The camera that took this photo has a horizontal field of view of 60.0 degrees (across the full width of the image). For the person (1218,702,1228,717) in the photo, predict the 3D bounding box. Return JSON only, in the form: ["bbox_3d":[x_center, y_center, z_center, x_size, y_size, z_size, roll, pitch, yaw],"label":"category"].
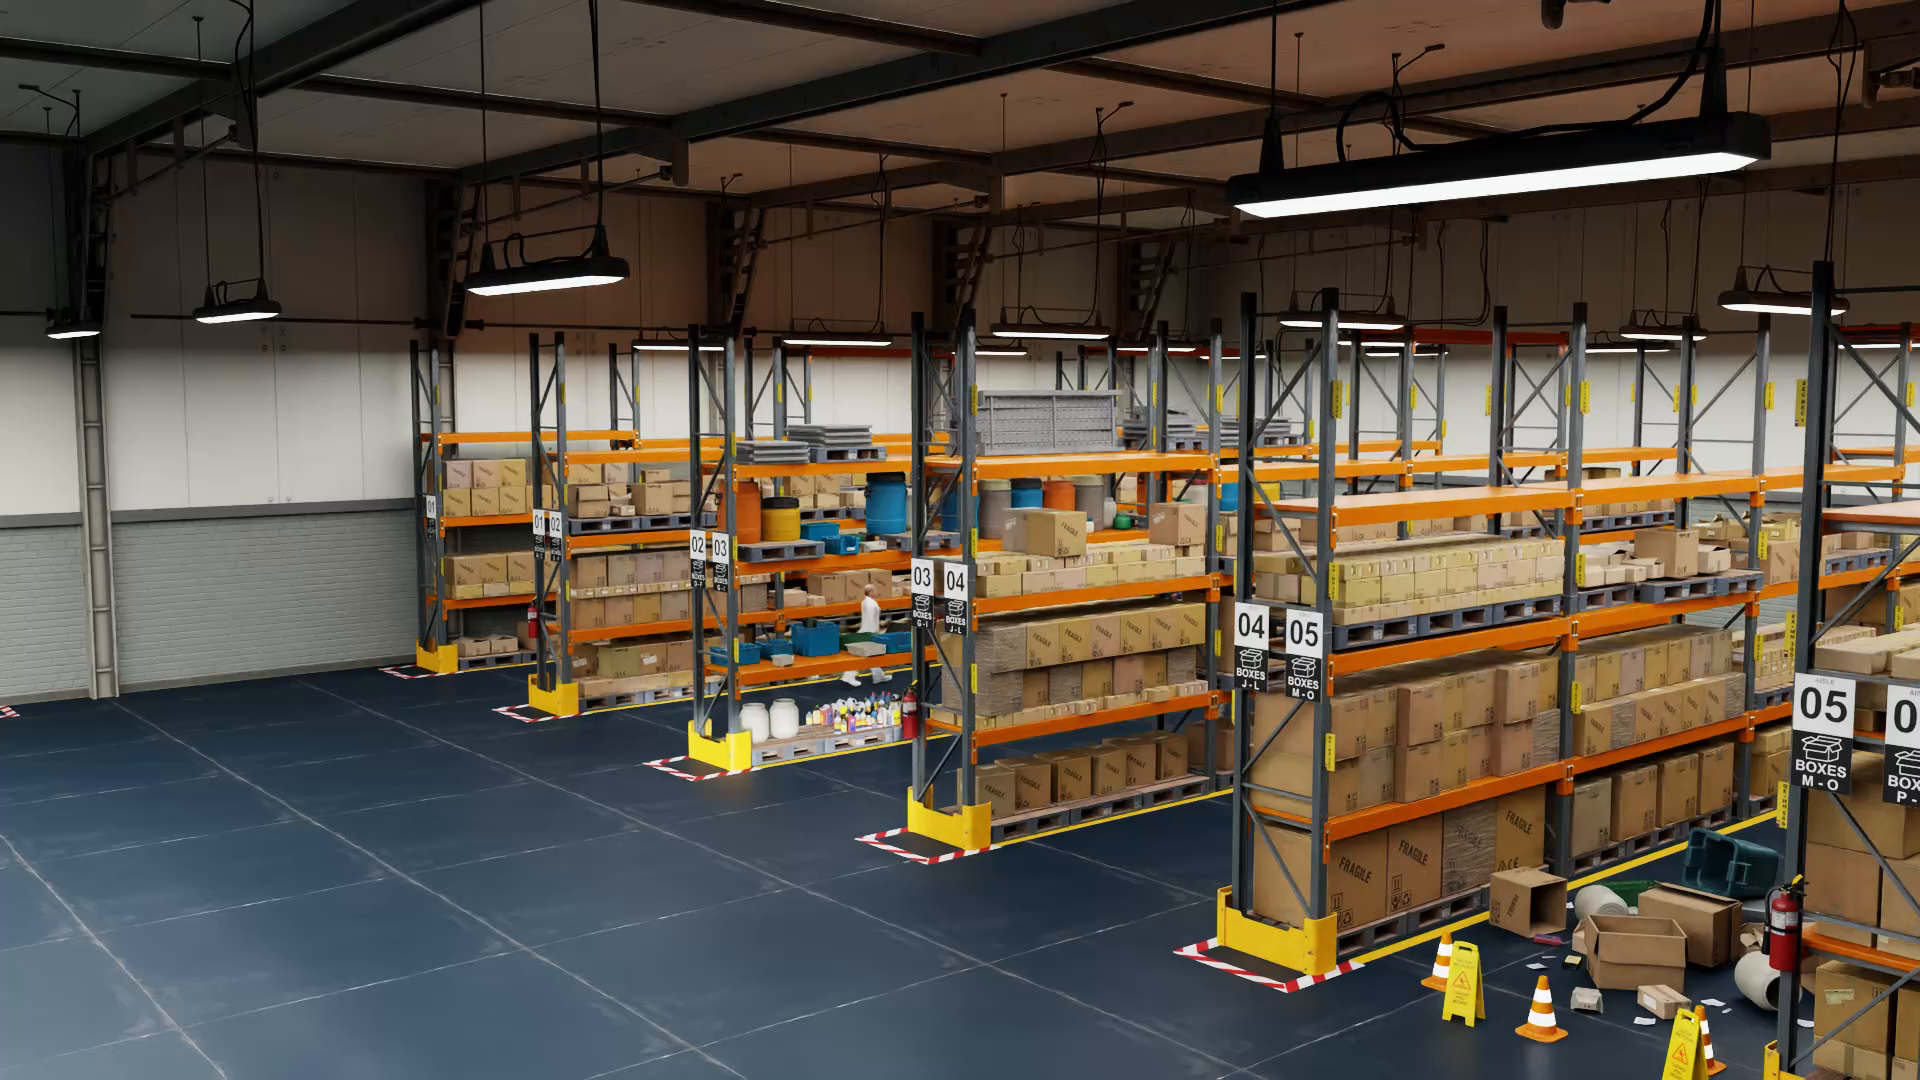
[{"bbox_3d":[4.231,1.918,25.829,0.855,1.576,0.523,-4,7,-40],"label":"person"}]

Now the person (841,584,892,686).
[{"bbox_3d":[-1.588,1.638,28.630,1.022,1.754,0.644,-2,6,-22],"label":"person"}]
